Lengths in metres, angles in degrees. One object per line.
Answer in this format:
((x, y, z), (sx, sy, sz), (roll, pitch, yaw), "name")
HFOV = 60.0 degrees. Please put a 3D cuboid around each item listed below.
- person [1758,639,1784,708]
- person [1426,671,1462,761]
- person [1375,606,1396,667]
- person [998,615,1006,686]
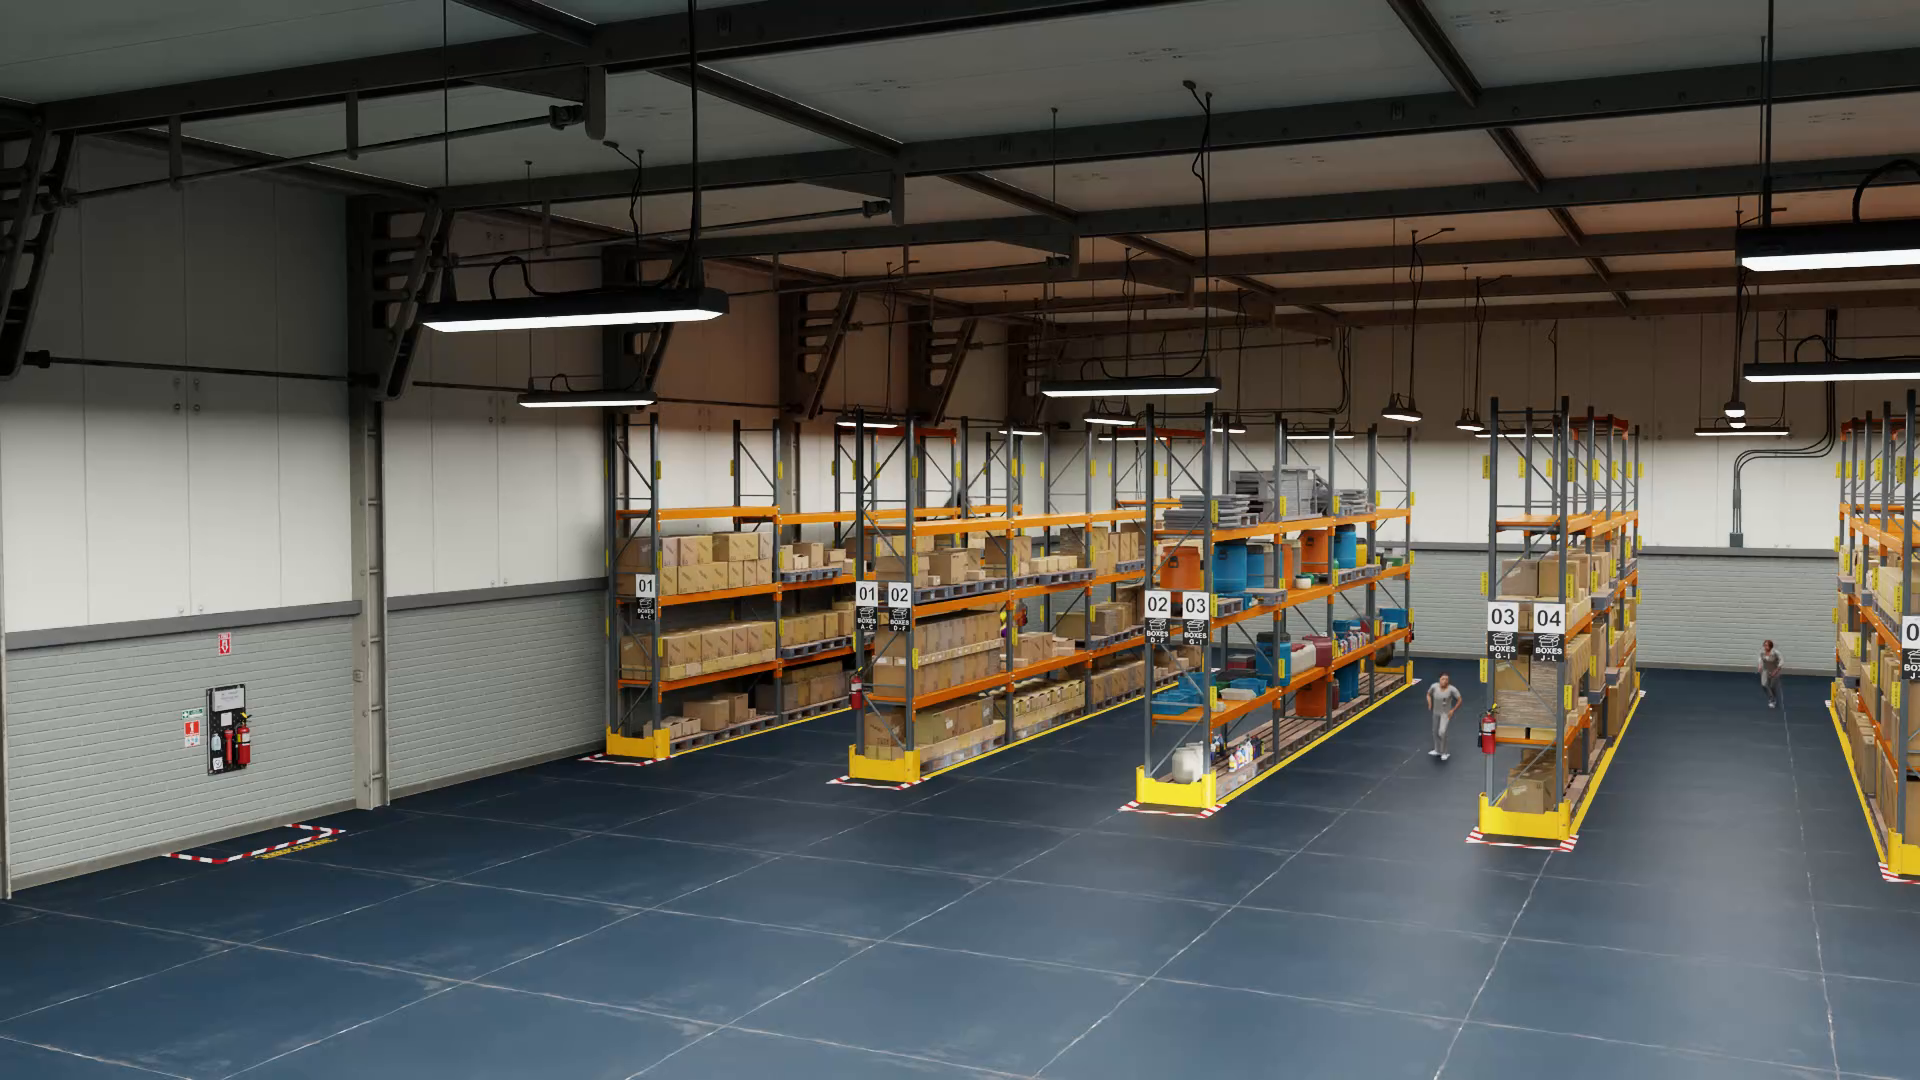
((17.194, 2.819, 35.198), (0.528, 1.490, 0.917), (2, 3, 40), "person")
((8.391, 3.030, 28.897), (0.657, 1.564, 0.744), (2, 3, 43), "person")
((10.451, 2.449, 40.592), (0.704, 1.705, 0.760), (-2, 3, -36), "person")
((0.958, 2.567, 38.538), (0.539, 1.672, 0.794), (-2, 3, -37), "person")
